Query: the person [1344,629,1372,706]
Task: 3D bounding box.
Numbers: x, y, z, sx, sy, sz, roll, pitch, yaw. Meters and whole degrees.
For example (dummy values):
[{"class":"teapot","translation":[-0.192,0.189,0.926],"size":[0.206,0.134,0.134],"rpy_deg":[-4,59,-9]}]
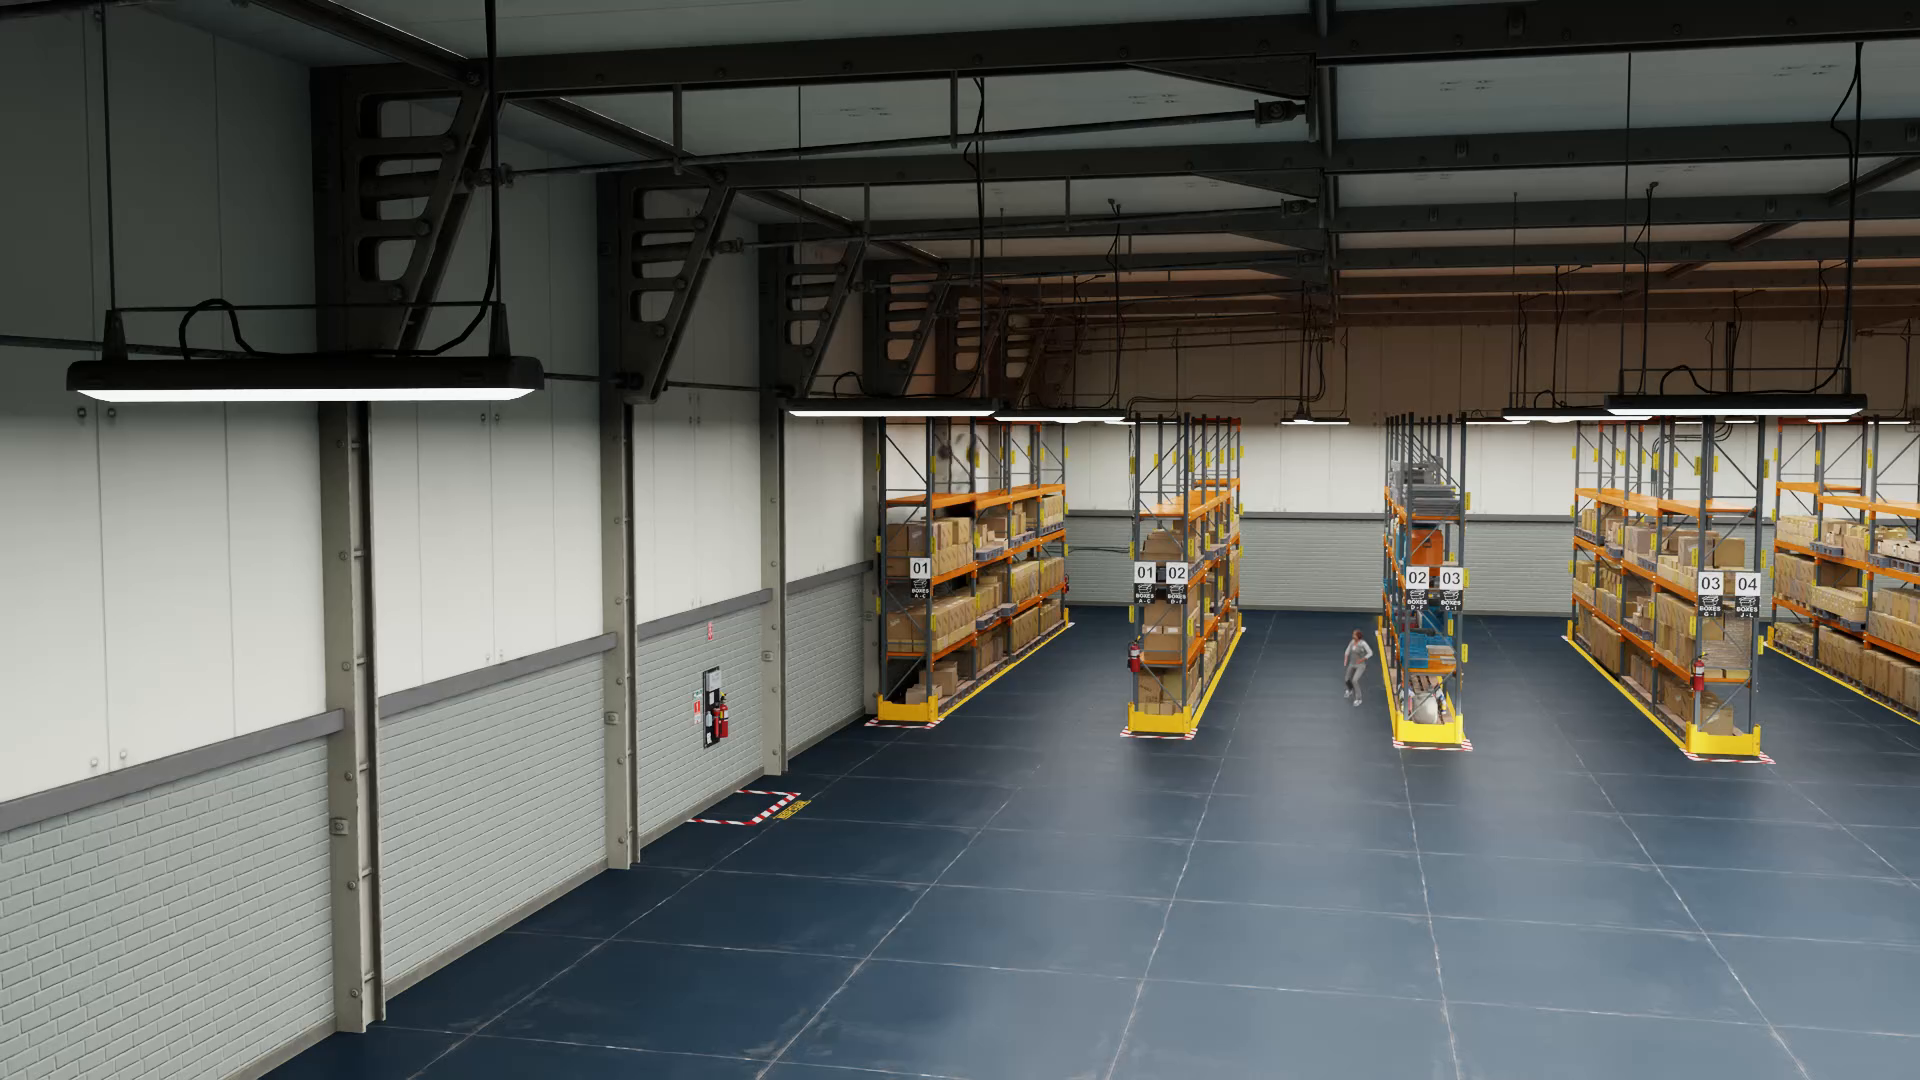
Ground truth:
[{"class":"person","translation":[8.208,2.631,34.474],"size":[0.626,1.589,0.743],"rpy_deg":[-4,5,-44]}]
